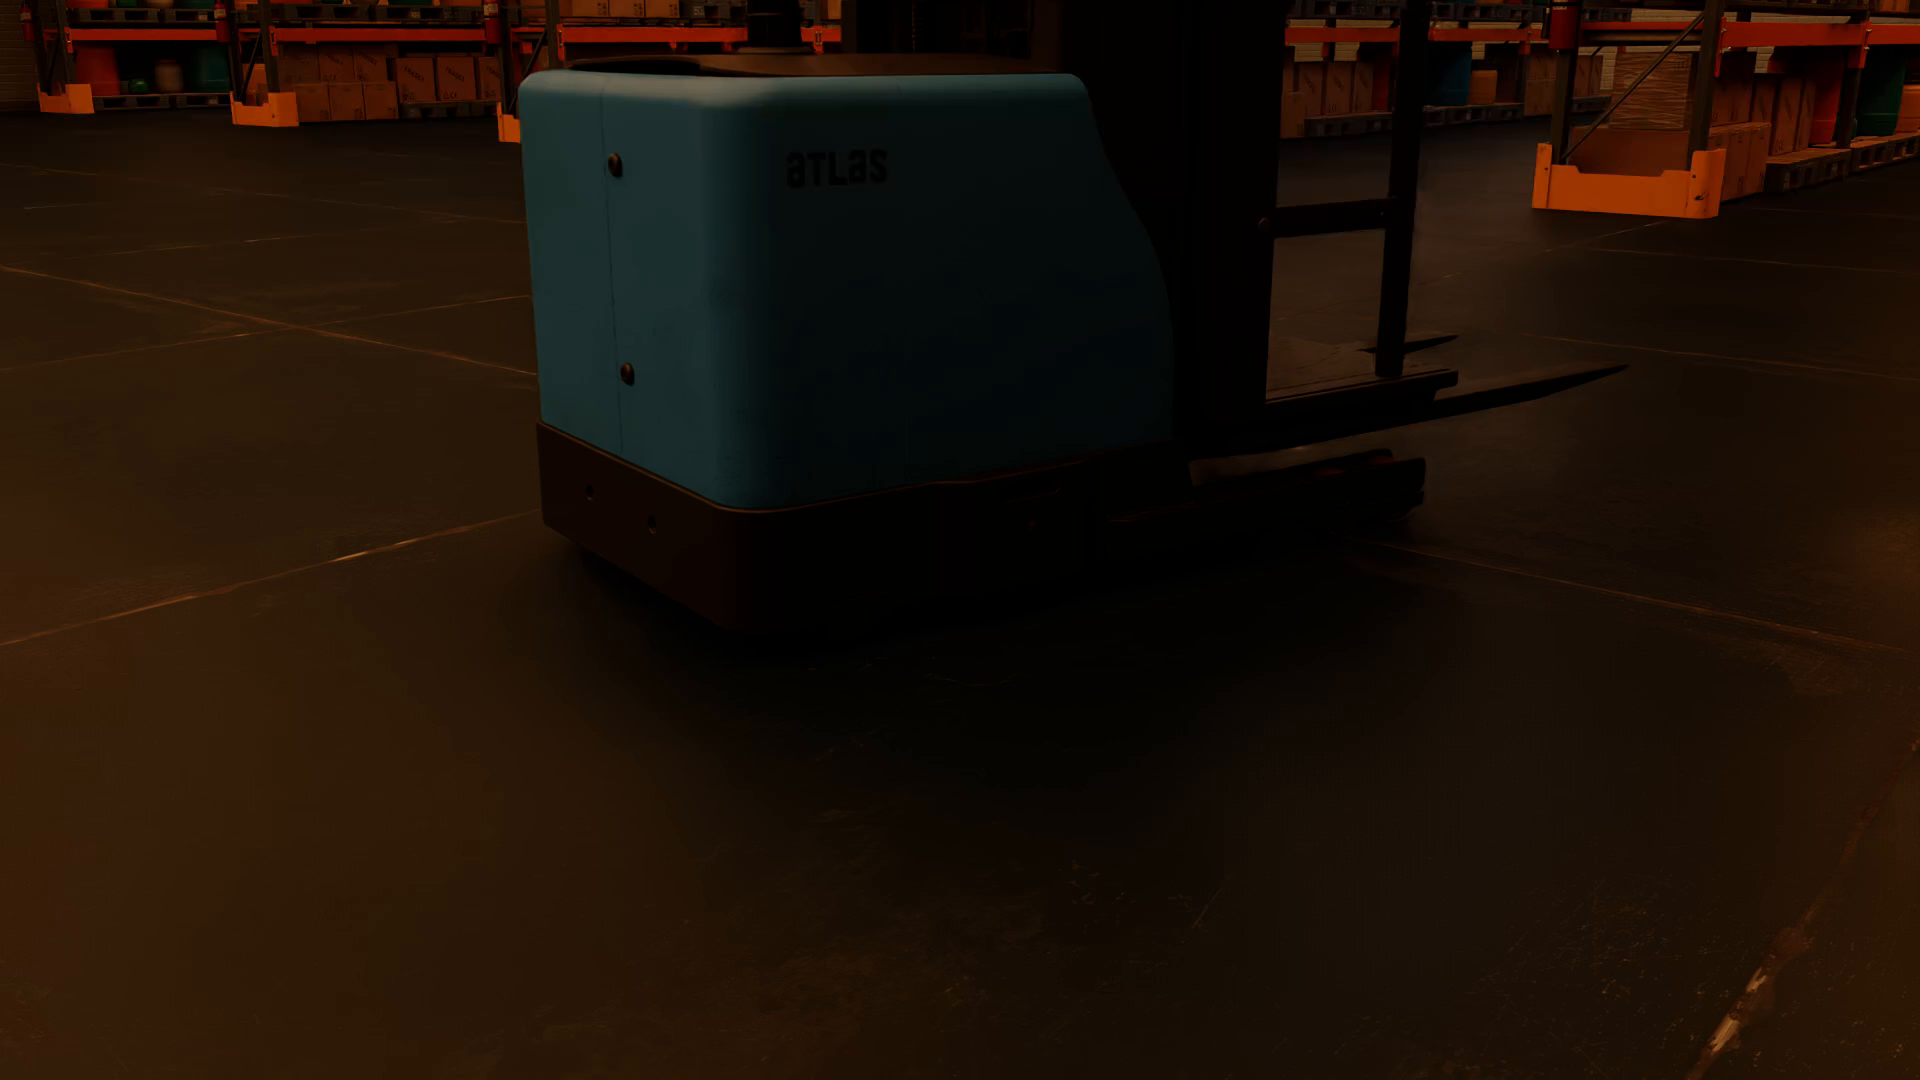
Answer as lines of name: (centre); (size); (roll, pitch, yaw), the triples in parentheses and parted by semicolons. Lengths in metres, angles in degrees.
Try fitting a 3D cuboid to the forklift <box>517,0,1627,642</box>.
forklift: (0.528, -1.524, 3.916); (3.031, 2.935, 1.130); (-12, 20, -34)
